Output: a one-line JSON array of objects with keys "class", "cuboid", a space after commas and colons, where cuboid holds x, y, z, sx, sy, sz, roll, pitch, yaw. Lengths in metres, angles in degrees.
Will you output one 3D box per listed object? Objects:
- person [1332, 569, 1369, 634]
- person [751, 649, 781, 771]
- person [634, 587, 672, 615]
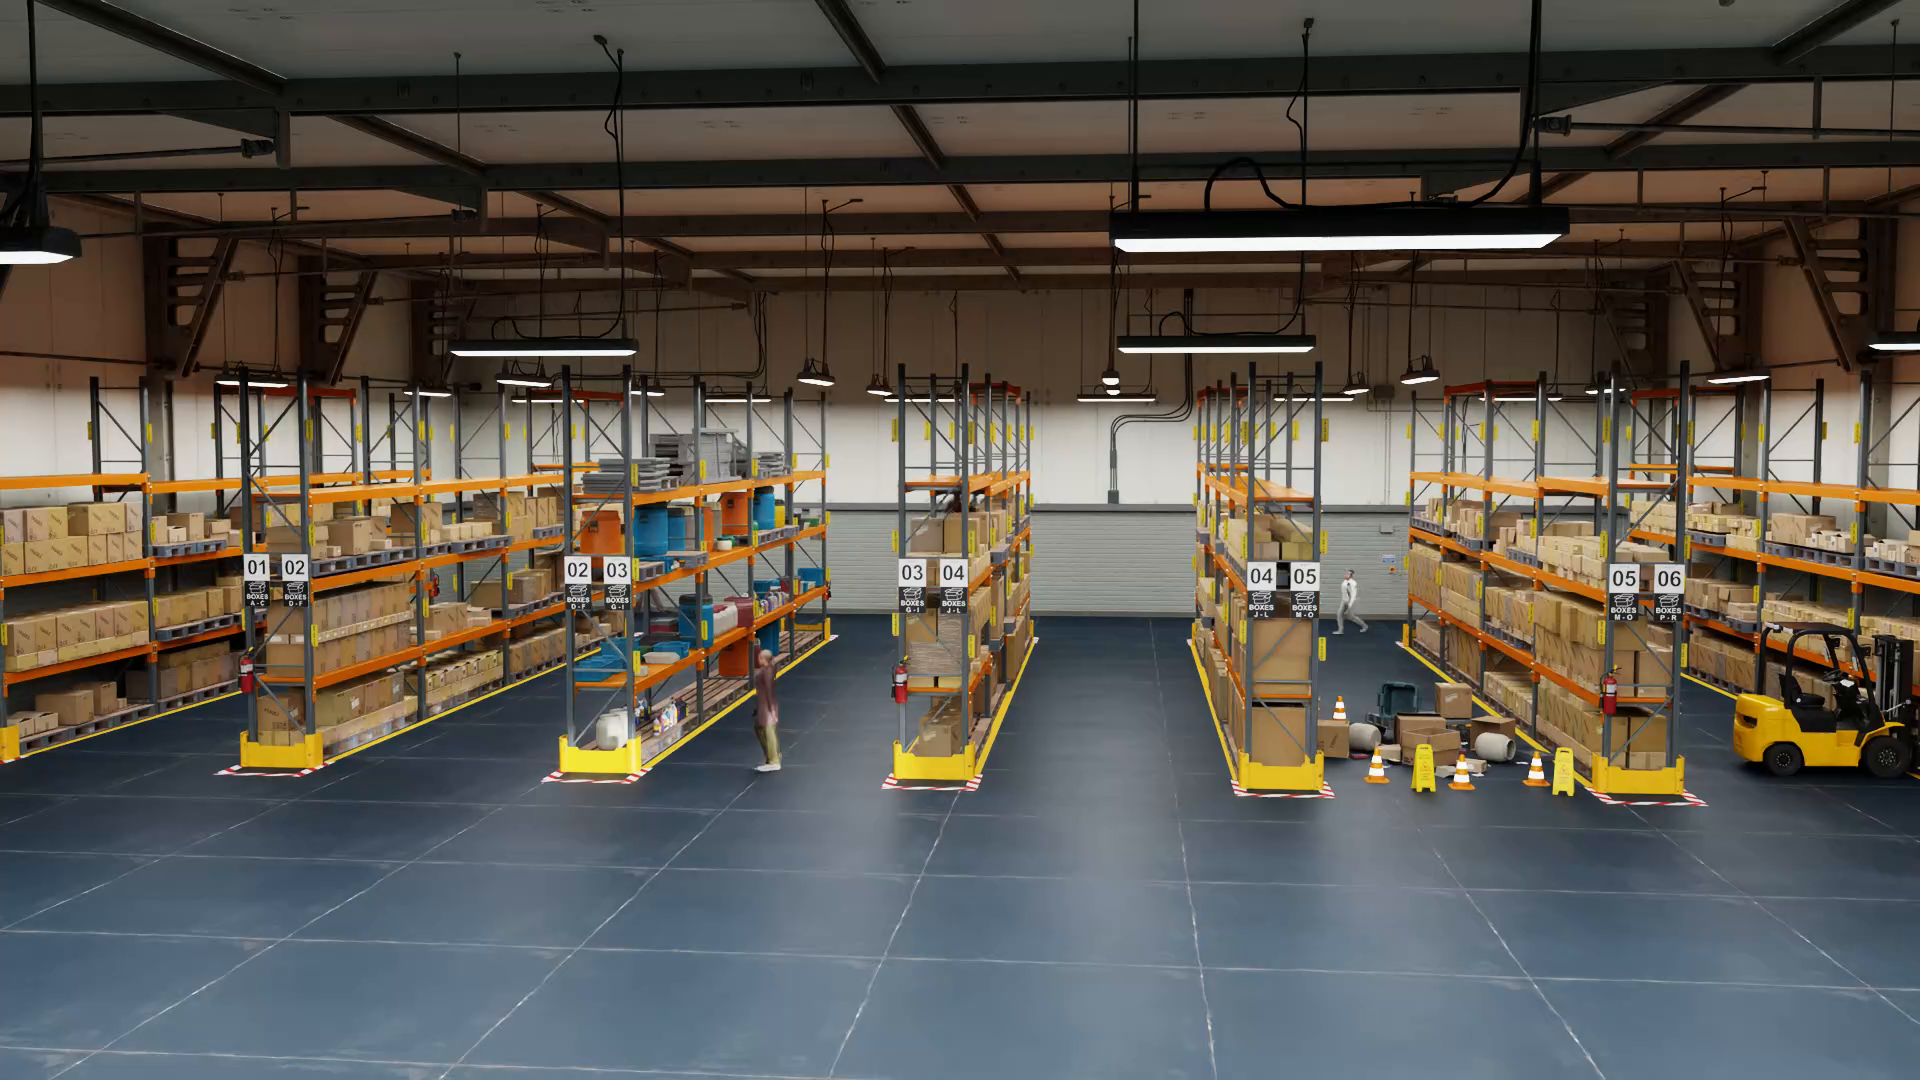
[{"class": "person", "cuboid": [9.670, 1.520, 41.249, 0.860, 1.638, 0.516, -1, 4, -12]}, {"class": "person", "cuboid": [-2.892, 2.513, 24.721, 0.449, 1.793, 0.639, 0, 4, -5]}, {"class": "person", "cuboid": [-8.426, 1.231, 45.446, 1.057, 1.659, 0.652, 1, 4, 15]}]
